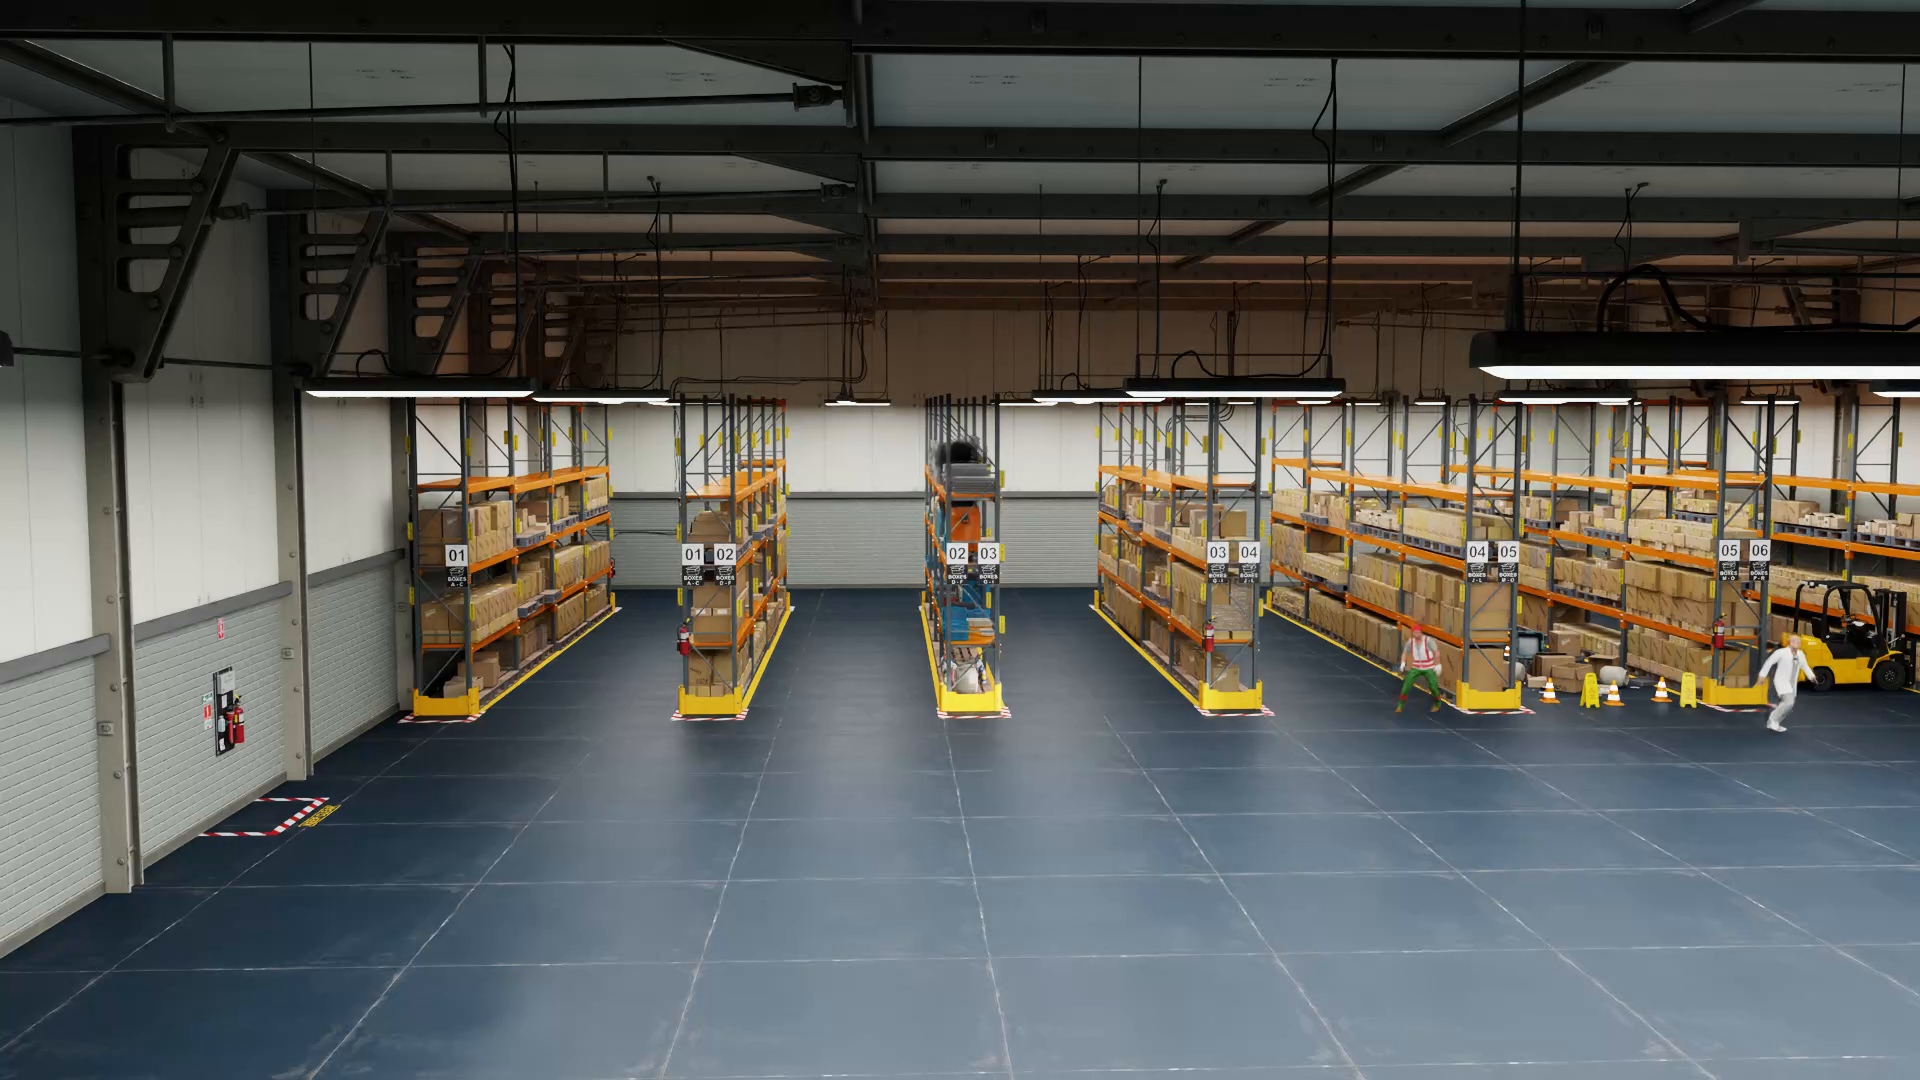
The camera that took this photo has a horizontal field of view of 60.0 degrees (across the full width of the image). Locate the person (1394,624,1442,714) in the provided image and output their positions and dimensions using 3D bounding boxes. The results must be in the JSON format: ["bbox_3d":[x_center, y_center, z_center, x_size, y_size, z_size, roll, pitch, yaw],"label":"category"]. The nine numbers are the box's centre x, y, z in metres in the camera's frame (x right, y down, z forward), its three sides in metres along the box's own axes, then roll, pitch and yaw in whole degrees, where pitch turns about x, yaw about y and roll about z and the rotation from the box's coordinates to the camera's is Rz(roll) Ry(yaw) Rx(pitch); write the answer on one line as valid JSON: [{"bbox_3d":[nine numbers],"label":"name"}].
[{"bbox_3d":[8.631,2.418,31.249,0.800,1.701,0.672,2,5,28],"label":"person"}]

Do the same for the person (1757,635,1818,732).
[{"bbox_3d":[14.612,2.536,29.267,0.672,1.731,0.864,-2,5,-22],"label":"person"}]
